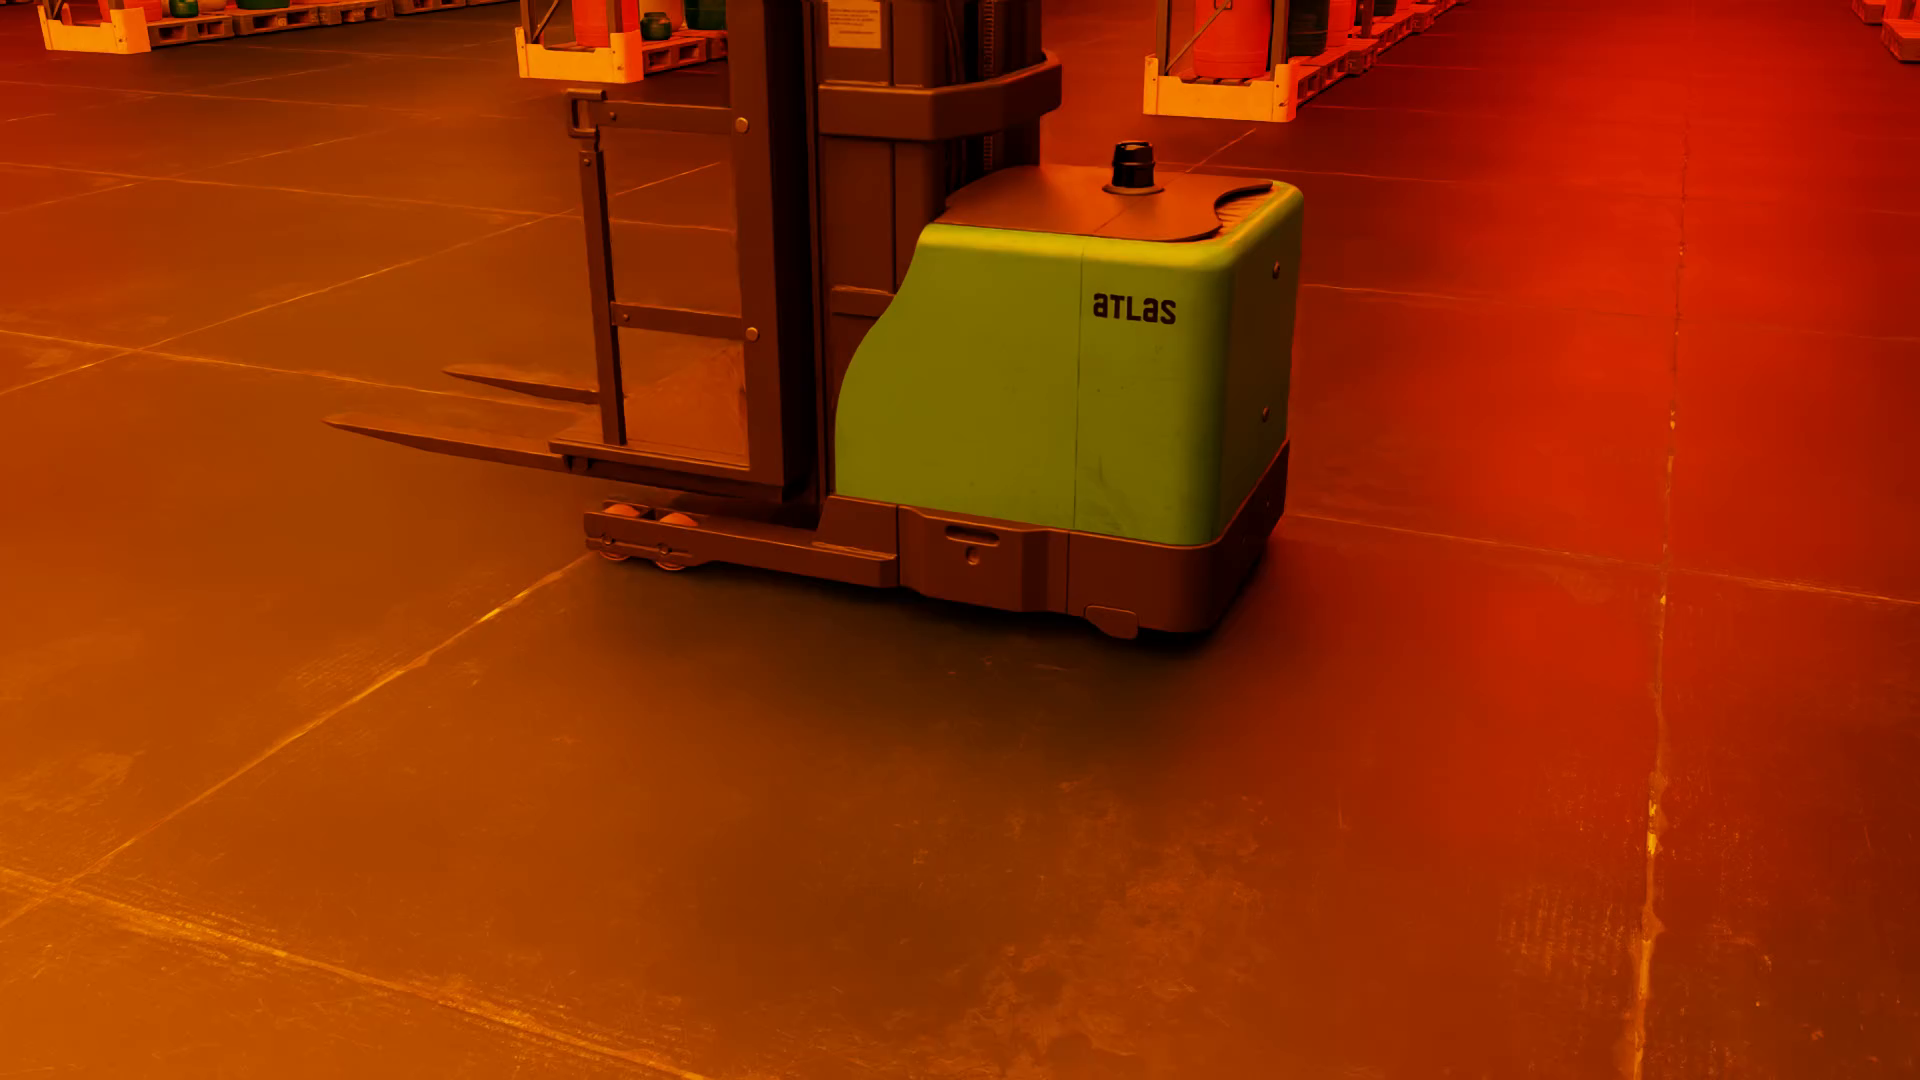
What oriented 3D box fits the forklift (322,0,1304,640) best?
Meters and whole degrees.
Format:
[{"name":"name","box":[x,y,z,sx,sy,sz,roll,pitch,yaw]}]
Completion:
[{"name":"forklift","box":[-0.570,-1.439,4.734,3.031,2.935,1.130,9,24,20]}]
